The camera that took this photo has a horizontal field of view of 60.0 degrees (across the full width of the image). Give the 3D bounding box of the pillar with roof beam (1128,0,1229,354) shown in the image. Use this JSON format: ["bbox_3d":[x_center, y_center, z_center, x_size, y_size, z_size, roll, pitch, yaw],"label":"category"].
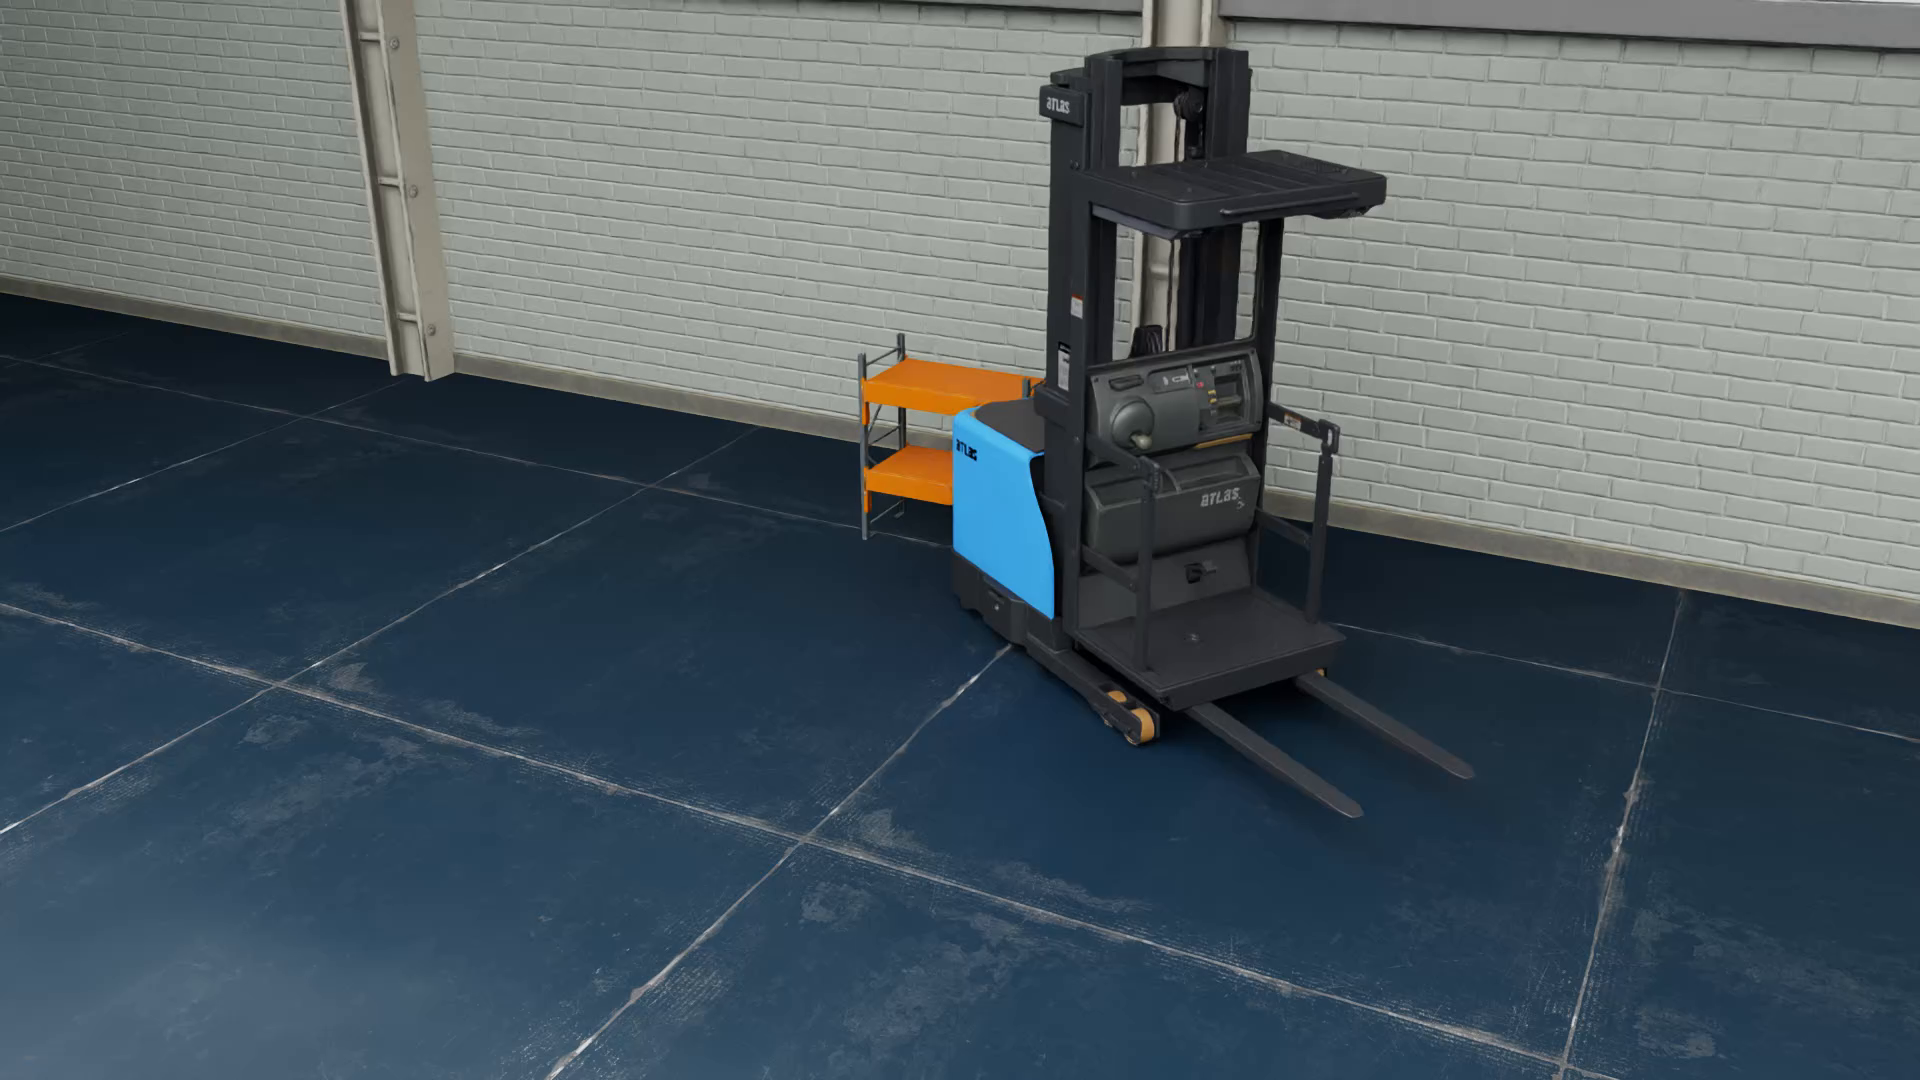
[{"bbox_3d":[-0.700,-2.862,4.982,0.400,9.000,9.100,11,25,25],"label":"pillar with roof beam"}]

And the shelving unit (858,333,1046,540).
[{"bbox_3d":[0.006,-0.516,9.527,1.048,1.125,0.538,11,25,25],"label":"shelving unit"}]

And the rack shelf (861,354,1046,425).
[{"bbox_3d":[0.006,-0.786,9.413,1.000,0.278,0.538,11,25,25],"label":"rack shelf"}]

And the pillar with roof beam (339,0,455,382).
[{"bbox_3d":[-6.055,-3.922,7.473,0.400,9.000,9.100,11,25,25],"label":"pillar with roof beam"}]

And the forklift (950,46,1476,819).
[{"bbox_3d":[1.108,-0.621,7.466,1.130,2.935,3.031,-12,26,-27],"label":"forklift"}]

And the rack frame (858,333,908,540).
[{"bbox_3d":[-0.448,-0.606,9.738,0.032,1.125,0.500,11,25,25],"label":"rack frame"}]

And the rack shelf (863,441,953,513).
[{"bbox_3d":[0.006,-0.291,9.623,1.000,0.278,0.538,11,25,25],"label":"rack shelf"}]

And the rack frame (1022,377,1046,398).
[{"bbox_3d":[0.460,-0.427,9.316,0.032,1.125,0.500,11,25,25],"label":"rack frame"}]
